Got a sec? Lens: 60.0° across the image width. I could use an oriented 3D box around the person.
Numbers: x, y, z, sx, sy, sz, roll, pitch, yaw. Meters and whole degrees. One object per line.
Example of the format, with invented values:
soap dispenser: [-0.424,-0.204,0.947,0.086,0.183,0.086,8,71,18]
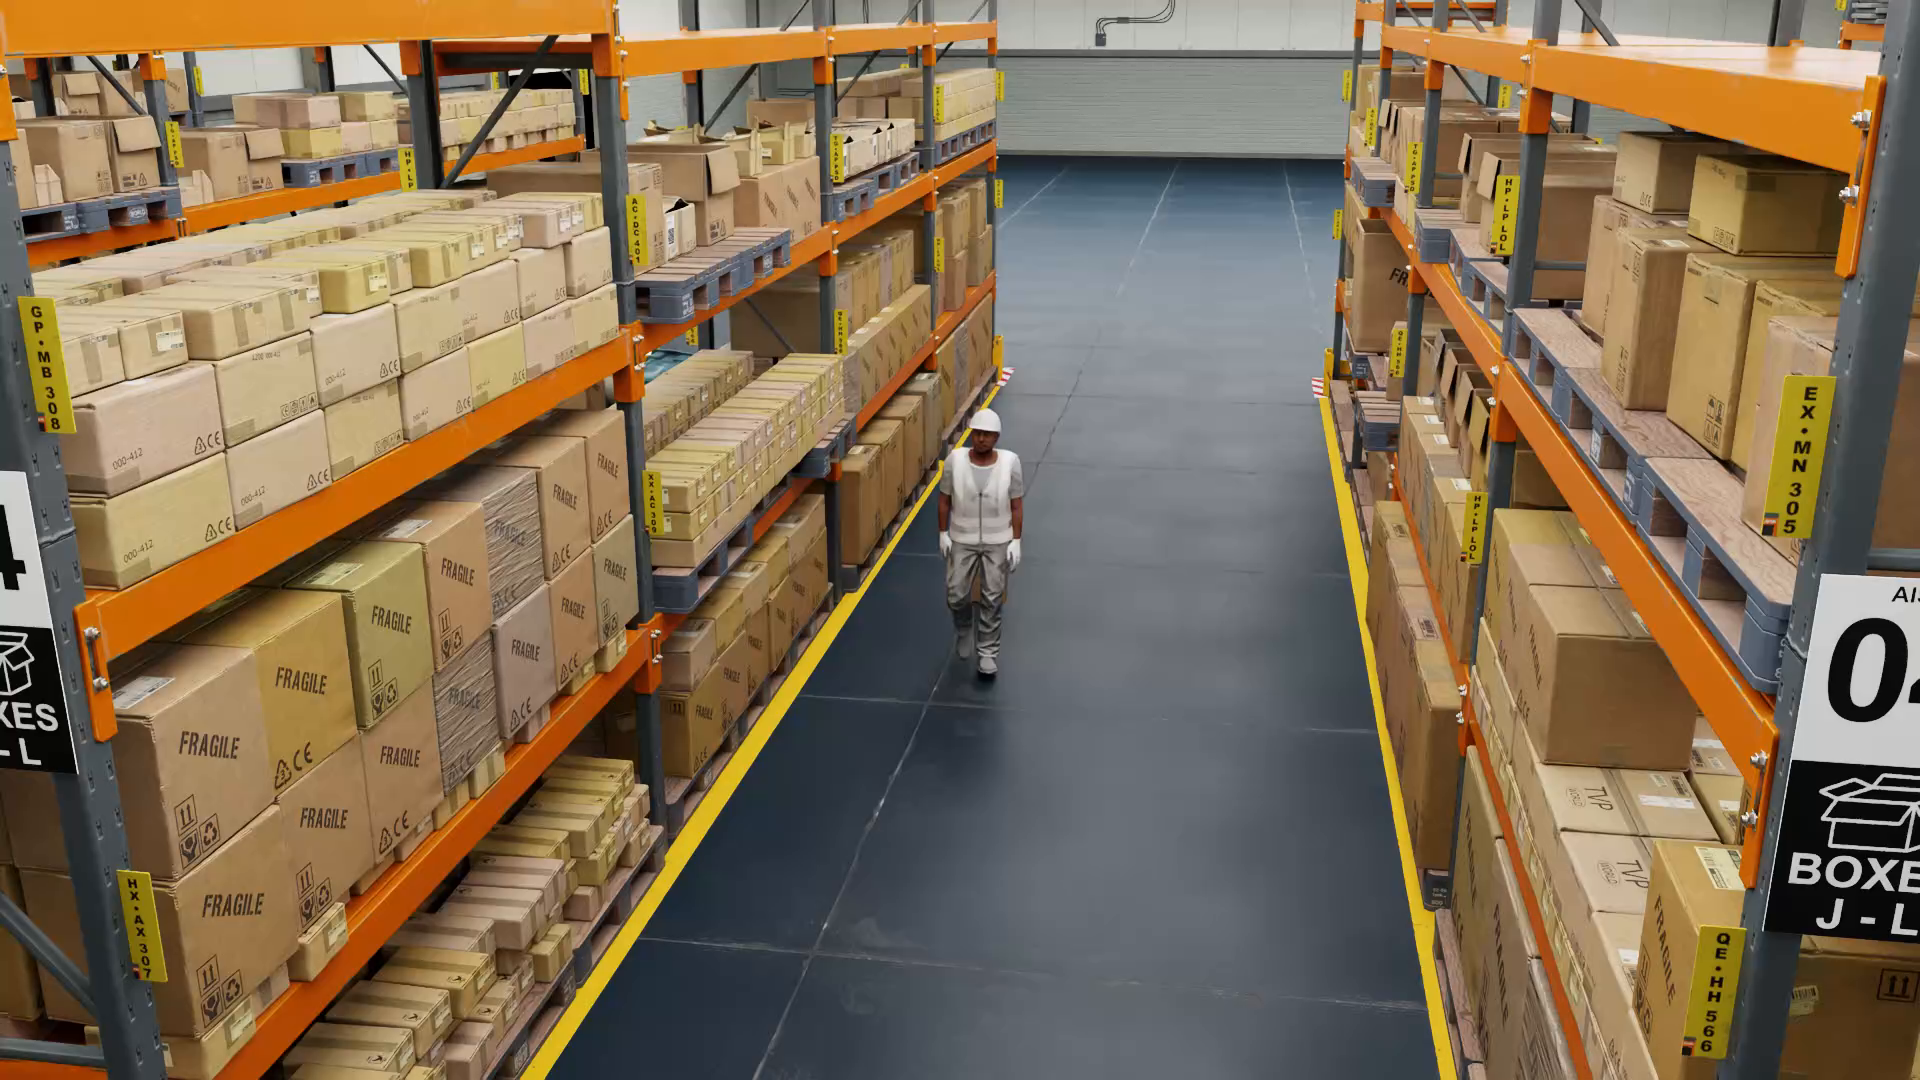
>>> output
person: [0.139,-0.005,10.941,0.556,1.778,0.491,0,18,2]
